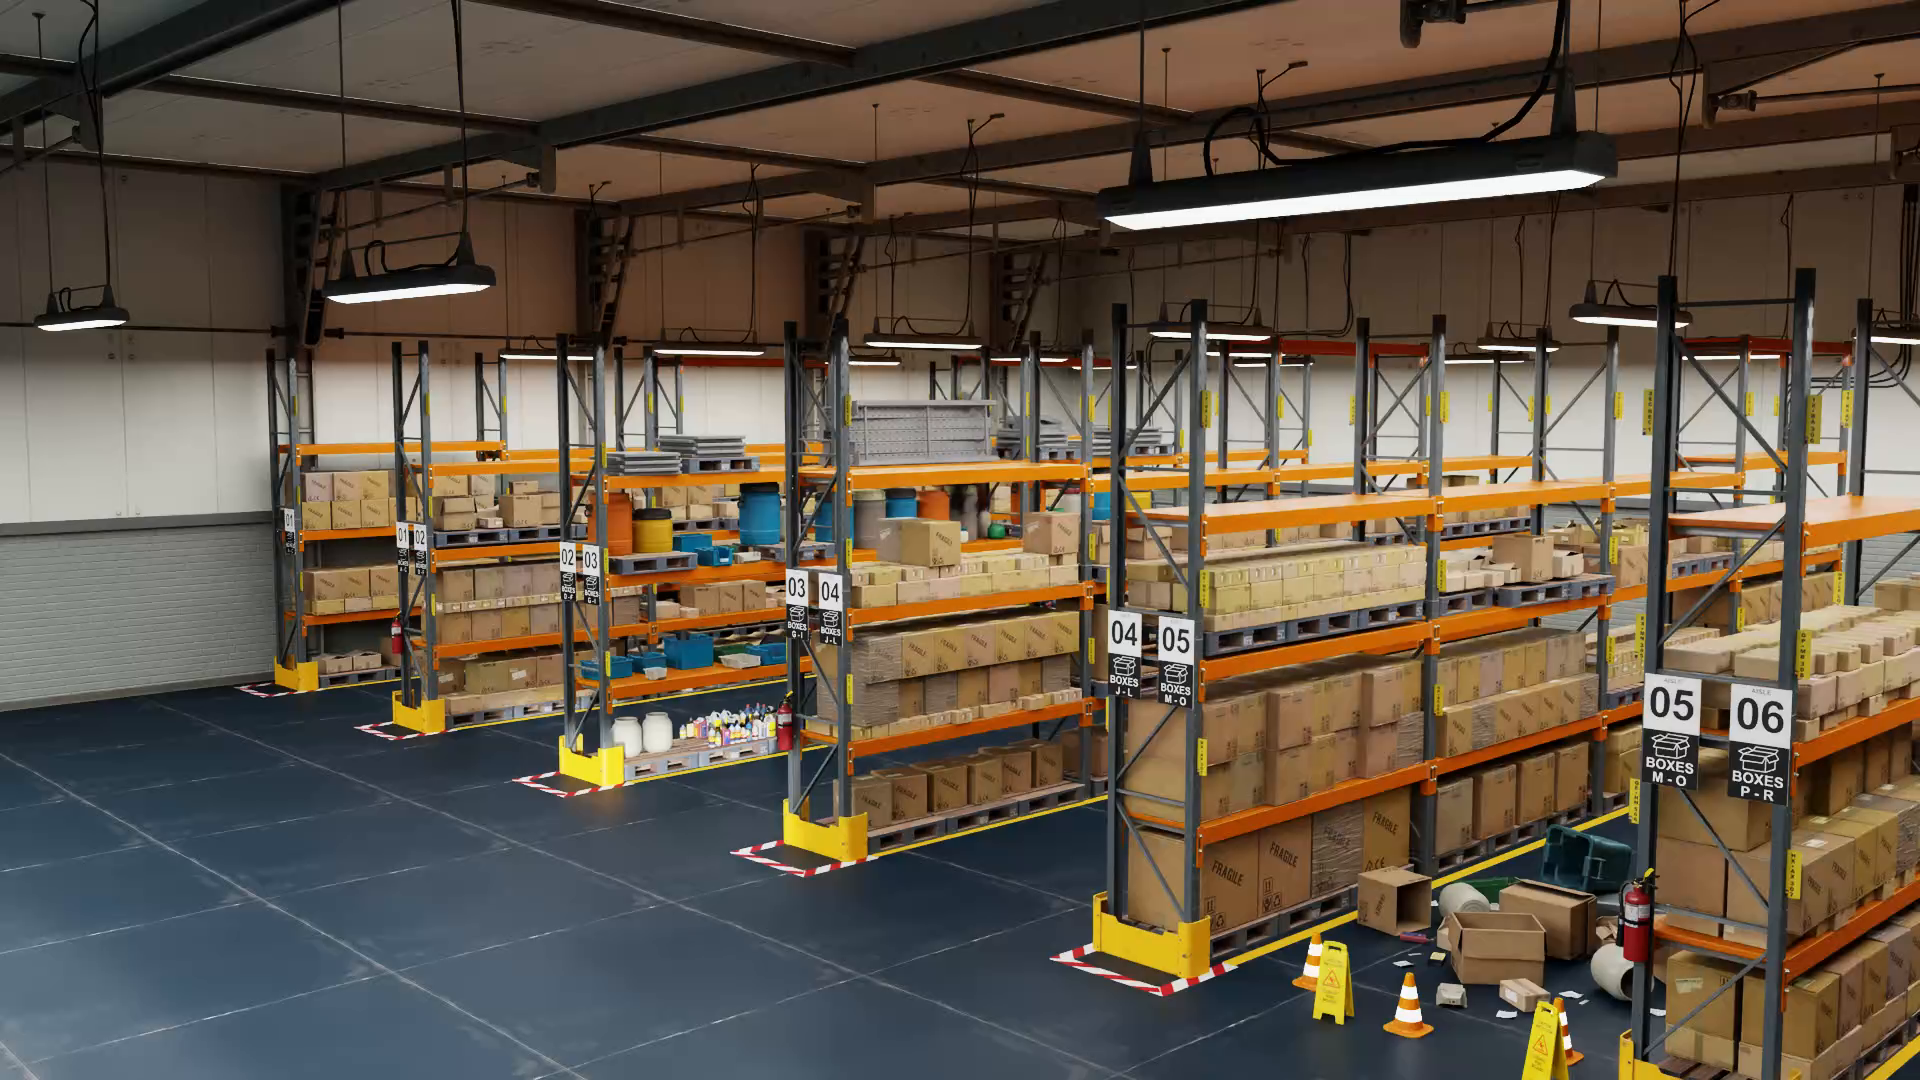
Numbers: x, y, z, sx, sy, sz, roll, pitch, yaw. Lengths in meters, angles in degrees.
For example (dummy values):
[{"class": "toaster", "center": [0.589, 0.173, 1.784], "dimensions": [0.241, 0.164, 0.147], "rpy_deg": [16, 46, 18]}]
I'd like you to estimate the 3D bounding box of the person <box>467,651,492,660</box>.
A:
[{"class": "person", "center": [-8.131, 1.798, 28.342], "dimensions": [0.655, 1.817, 0.910], "rpy_deg": [5, 7, 44]}]
